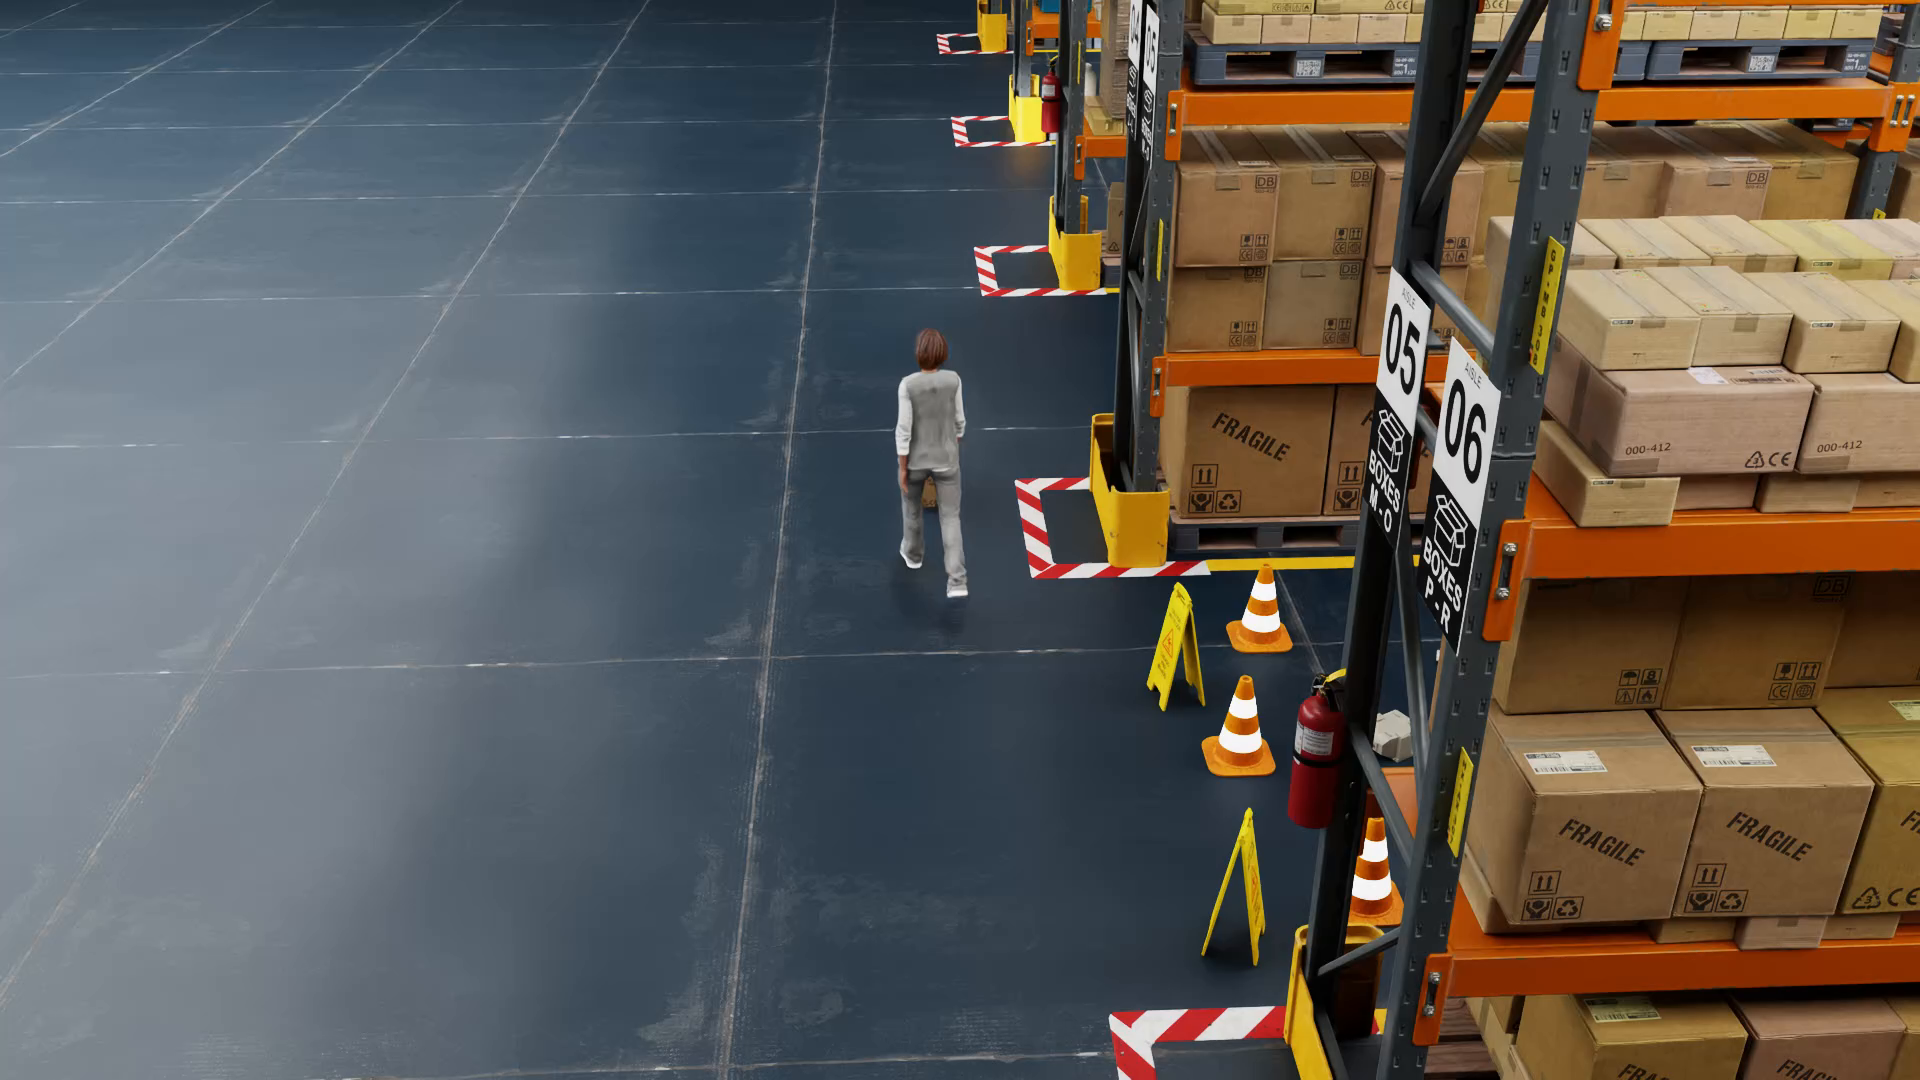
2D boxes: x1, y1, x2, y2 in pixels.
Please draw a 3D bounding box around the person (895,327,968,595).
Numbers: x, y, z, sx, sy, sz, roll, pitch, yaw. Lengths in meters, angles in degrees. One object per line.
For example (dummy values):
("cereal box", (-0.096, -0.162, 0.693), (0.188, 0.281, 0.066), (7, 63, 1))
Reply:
("person", (-0.166, -0.445, 9.453), (0.416, 1.562, 0.876), (-5, 28, -10))
